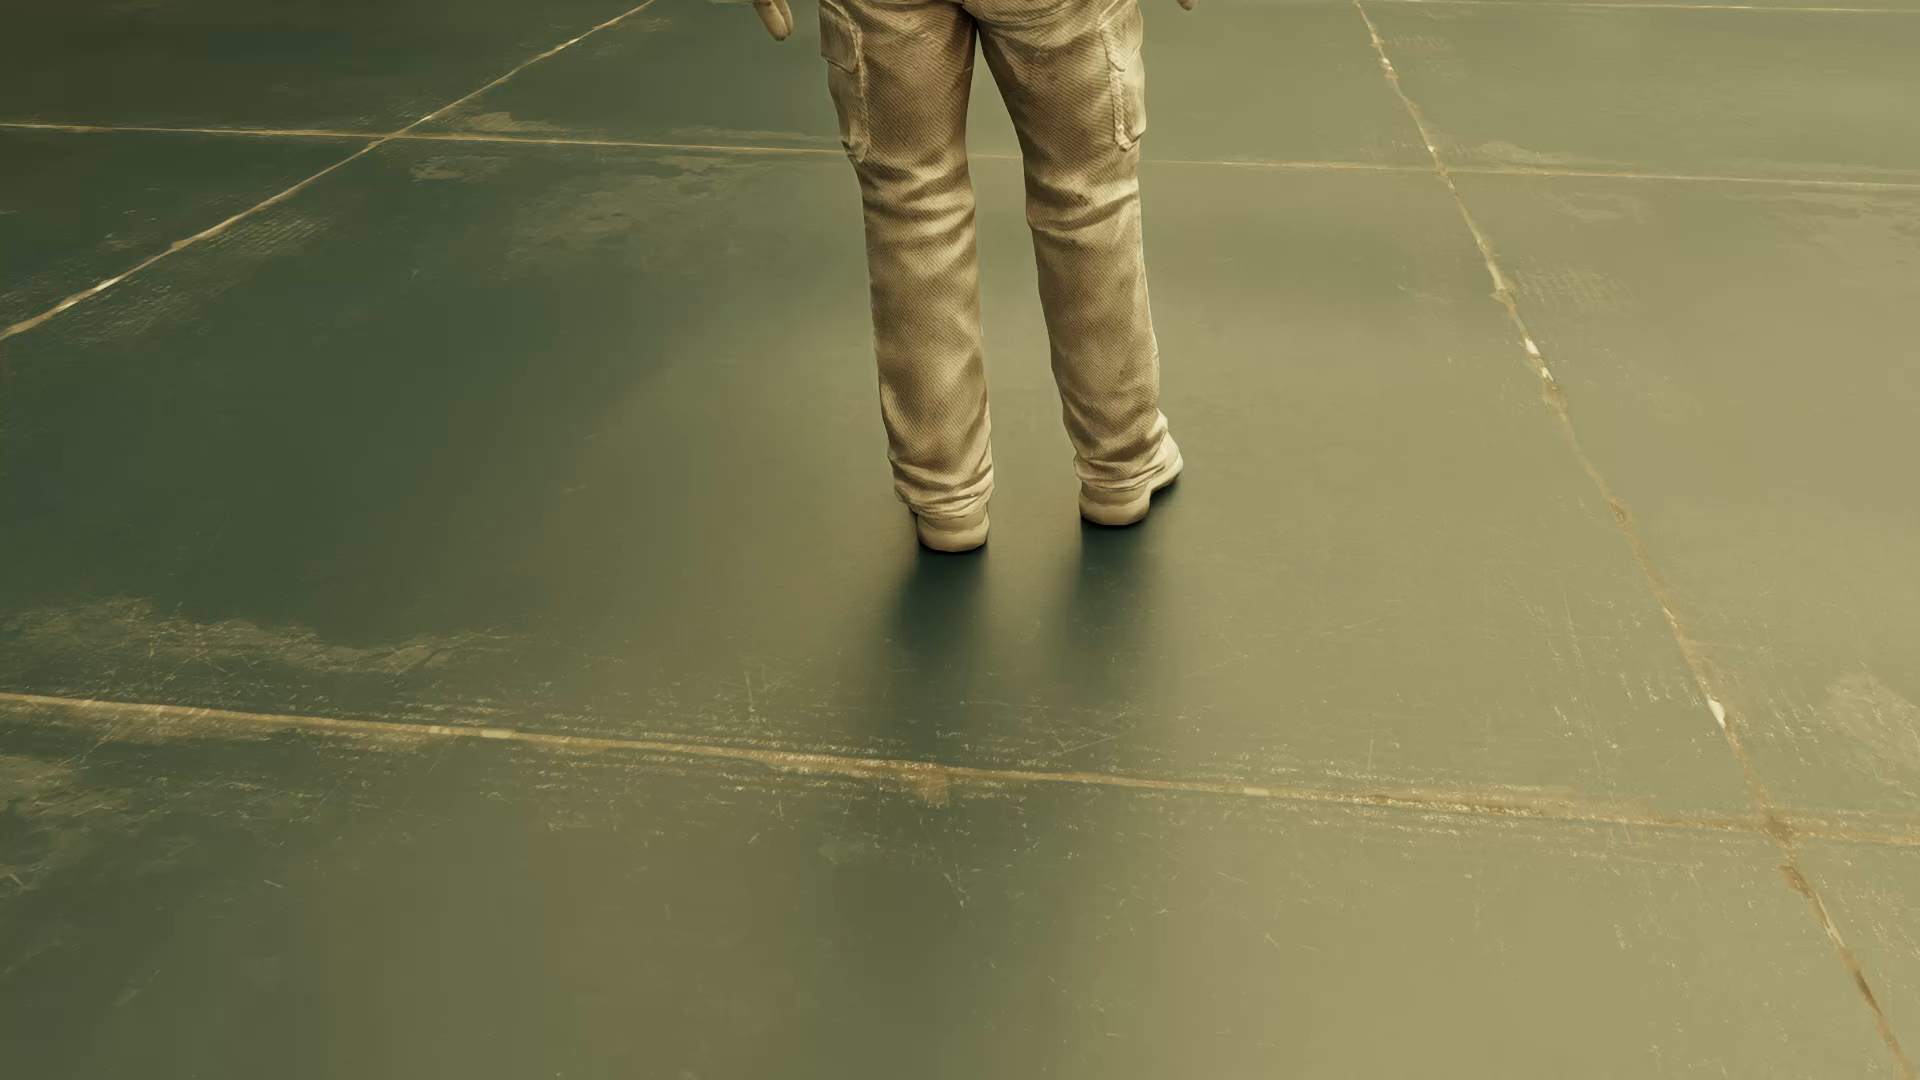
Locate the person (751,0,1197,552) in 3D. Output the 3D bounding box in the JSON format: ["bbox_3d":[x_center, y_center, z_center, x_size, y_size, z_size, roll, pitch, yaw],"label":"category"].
[{"bbox_3d":[0.019,-0.836,2.161,0.656,1.782,0.577,3,27,7],"label":"person"}]
